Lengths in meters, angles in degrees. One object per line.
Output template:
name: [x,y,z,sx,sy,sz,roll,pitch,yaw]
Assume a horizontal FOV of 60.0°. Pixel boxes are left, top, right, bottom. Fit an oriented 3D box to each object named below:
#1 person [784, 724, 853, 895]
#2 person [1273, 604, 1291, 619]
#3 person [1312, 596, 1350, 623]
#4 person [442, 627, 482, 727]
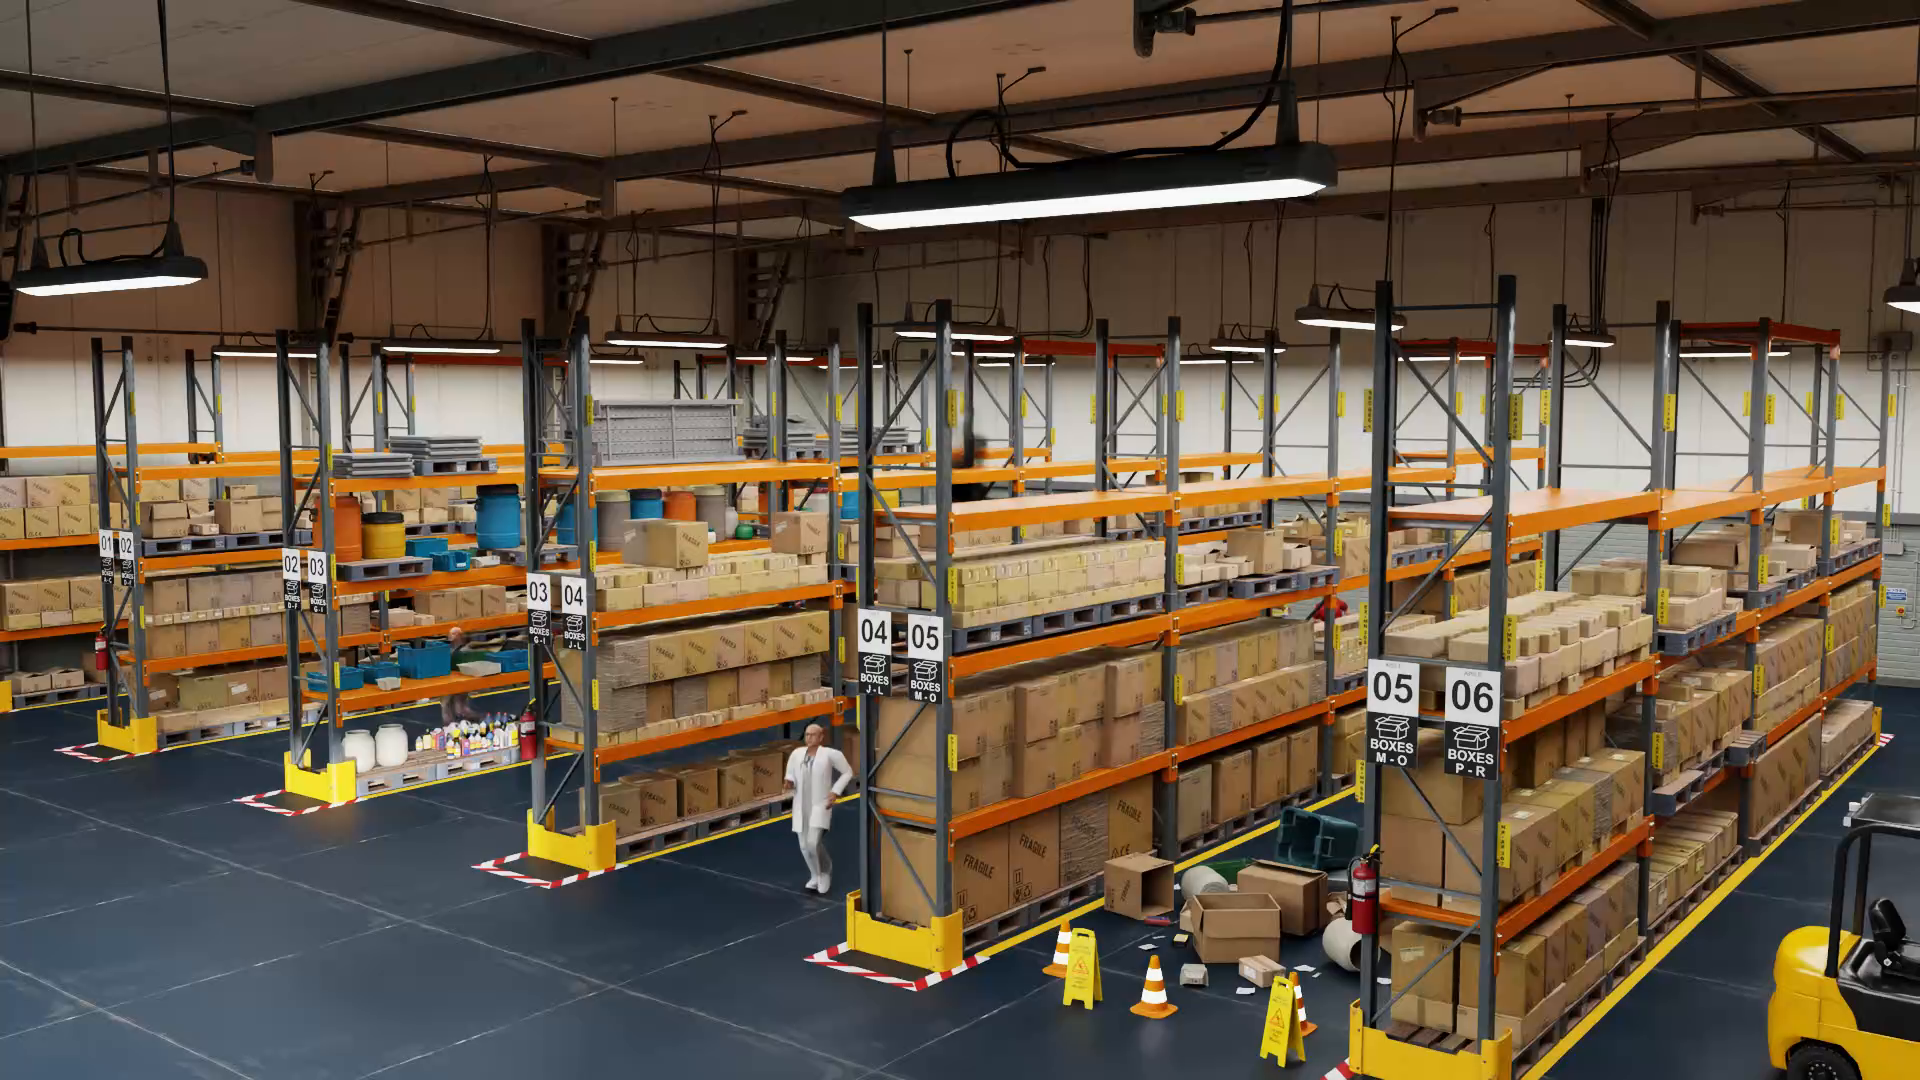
person: [-1.535,2.796,17.199,0.692,1.772,0.686,2,5,22]
person: [6.141,1.486,32.249,0.728,1.766,0.931,-3,6,-32]
person: [6.776,1.716,30.242,0.743,1.693,0.840,1,5,16]
person: [-7.506,2.148,24.835,0.676,1.710,0.802,3,6,30]
